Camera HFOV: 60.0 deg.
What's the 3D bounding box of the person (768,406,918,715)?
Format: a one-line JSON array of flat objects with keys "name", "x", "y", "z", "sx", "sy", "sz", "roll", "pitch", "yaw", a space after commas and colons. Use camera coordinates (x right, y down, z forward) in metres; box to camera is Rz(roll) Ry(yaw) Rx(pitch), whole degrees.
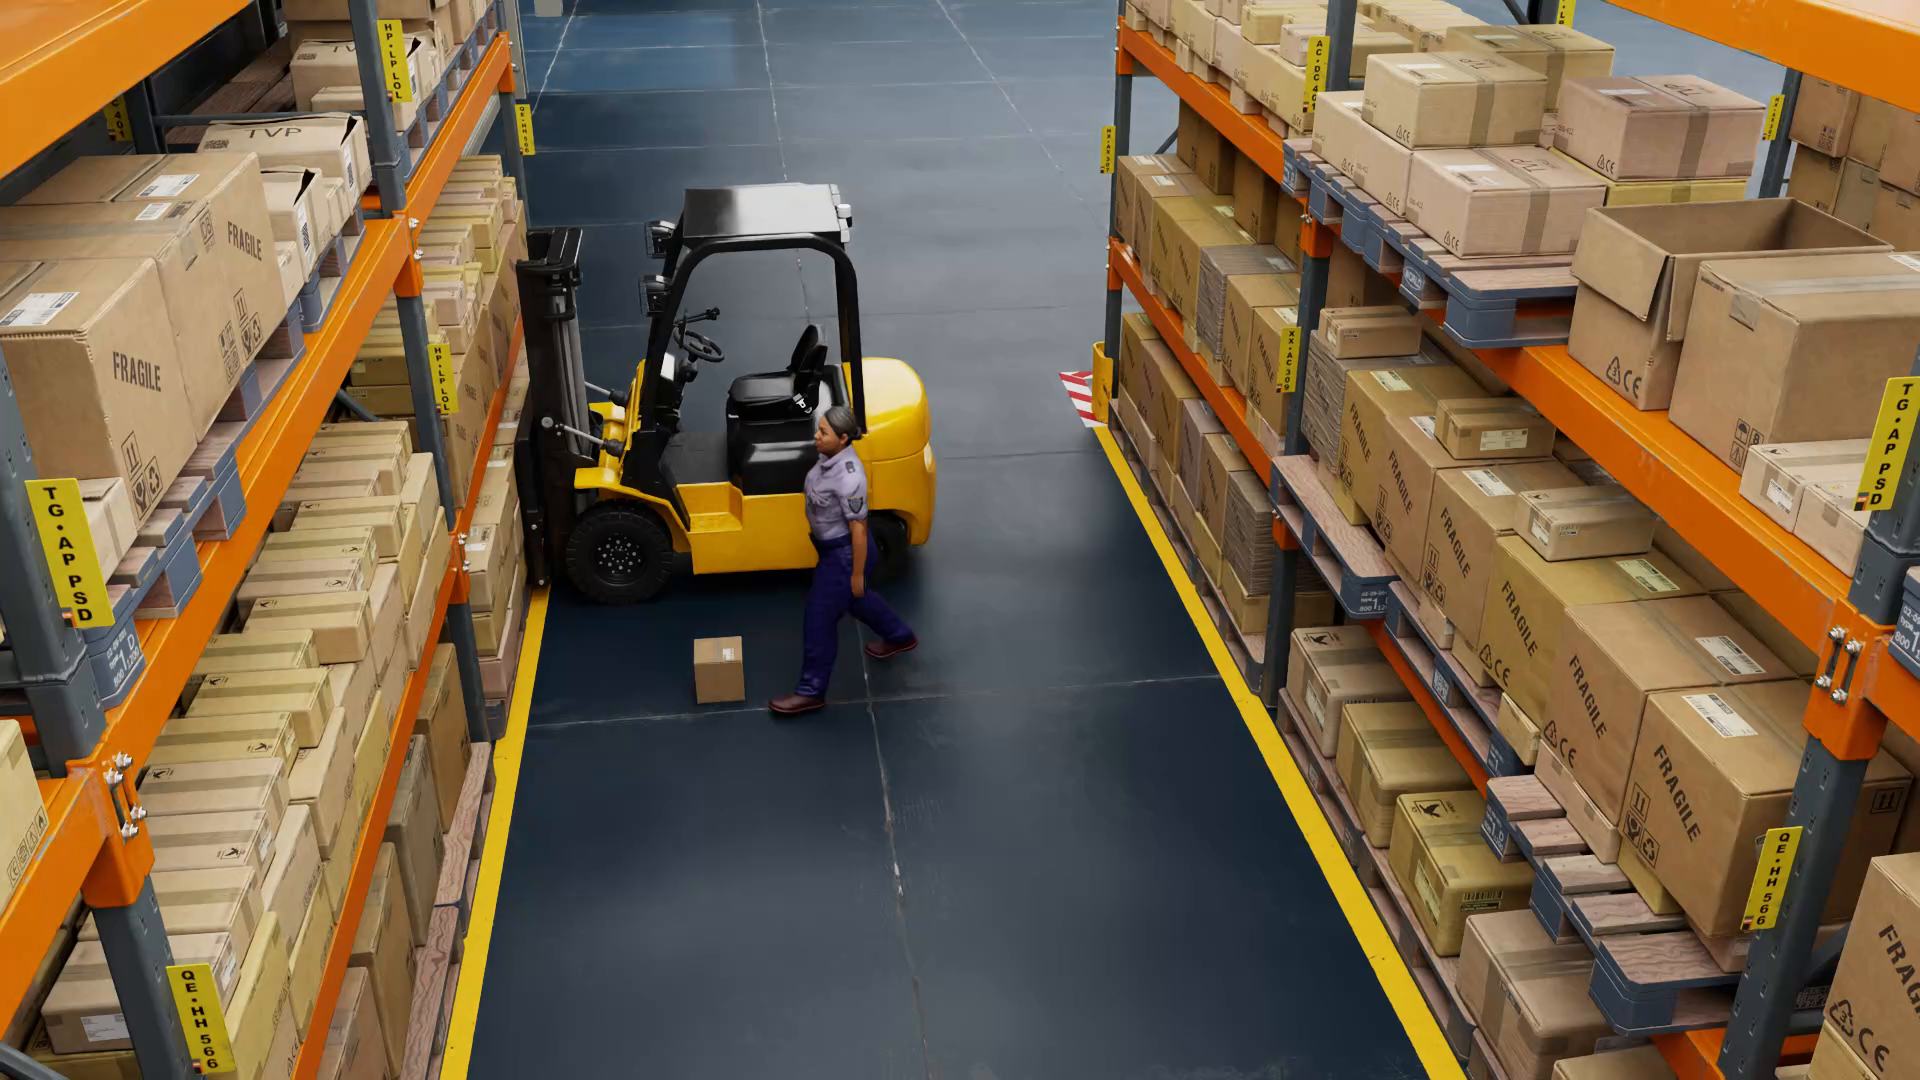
[{"name": "person", "x": -0.613, "y": 0.050, "z": 8.522, "sx": 0.872, "sy": 1.611, "sz": 0.530, "roll": -6, "pitch": 28, "yaw": -12}]
